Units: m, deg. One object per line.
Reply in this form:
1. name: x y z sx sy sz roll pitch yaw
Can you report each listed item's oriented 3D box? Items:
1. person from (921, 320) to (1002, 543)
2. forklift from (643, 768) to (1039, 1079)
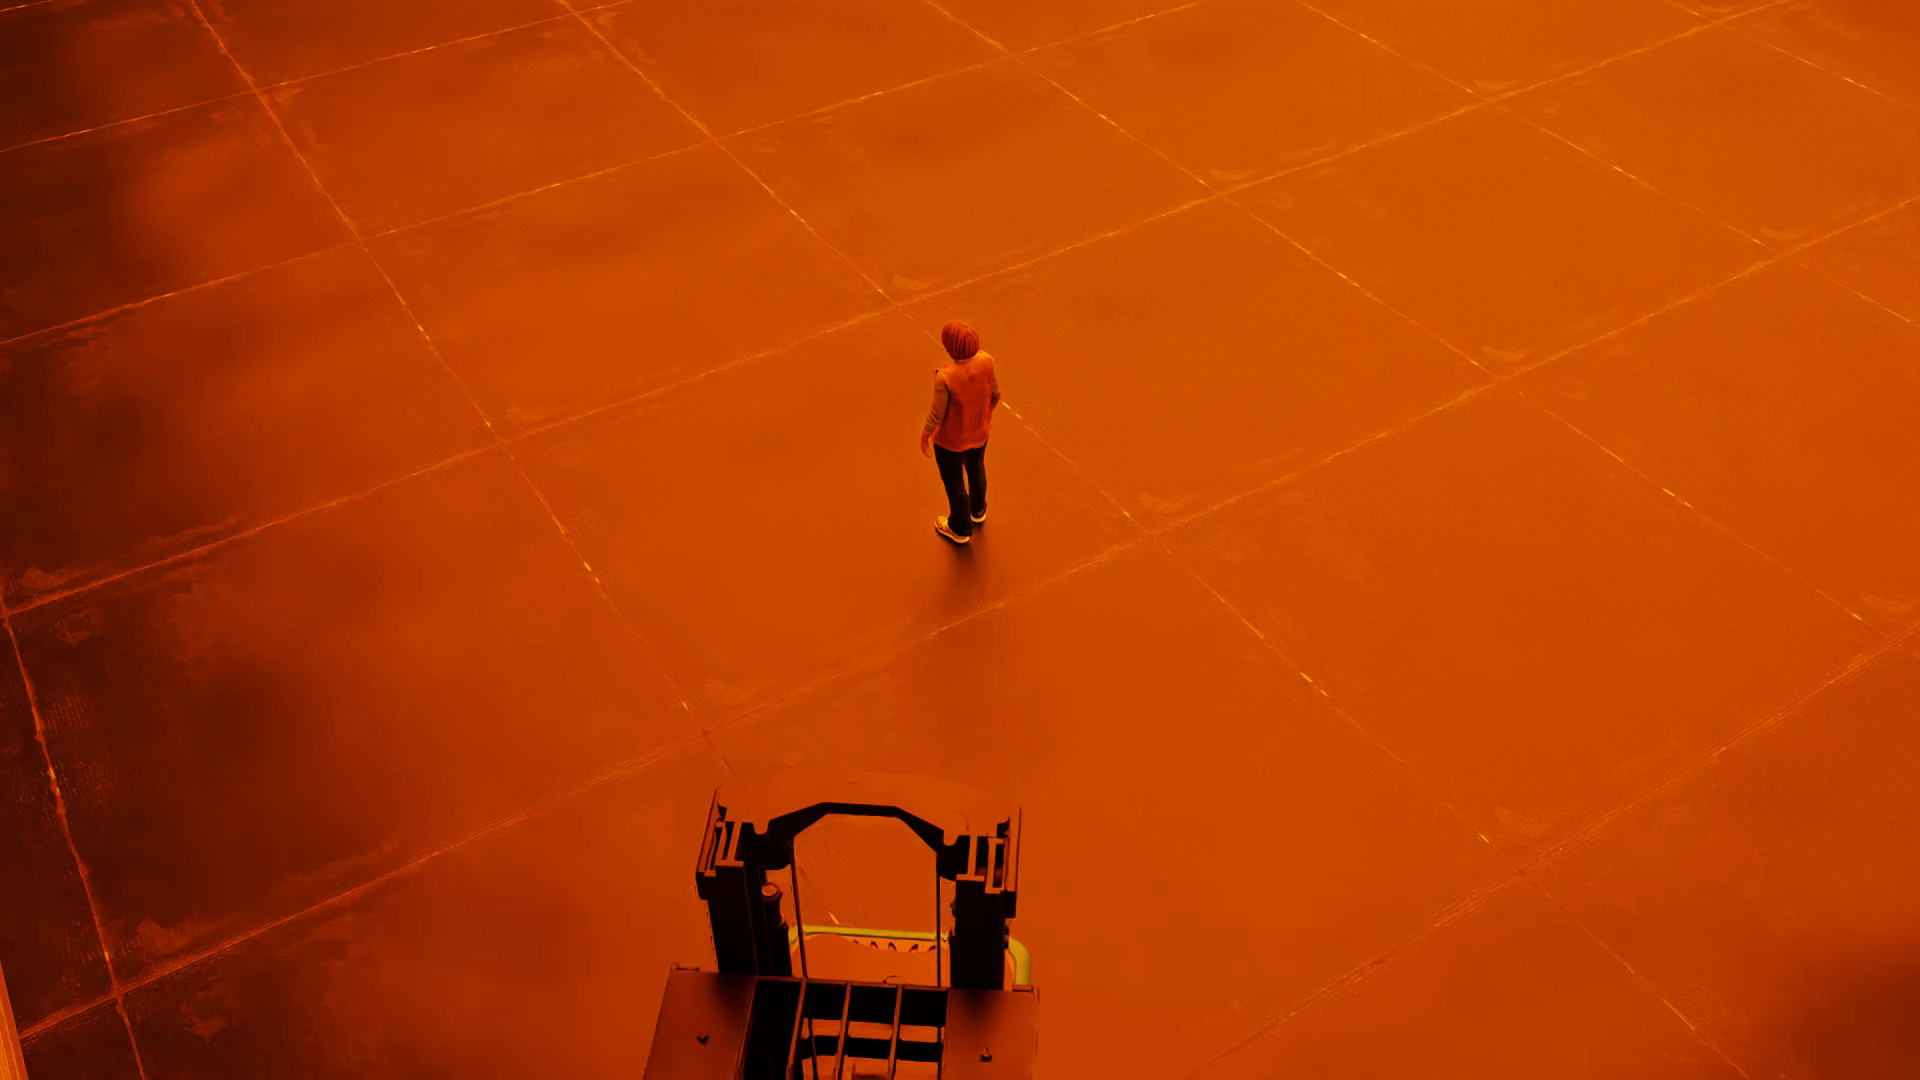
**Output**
1. person: -0.029 -0.653 9.621 0.521 1.599 0.473 -23 46 -24
2. forklift: -0.331 2.243 5.304 1.130 2.935 3.031 3 41 3
